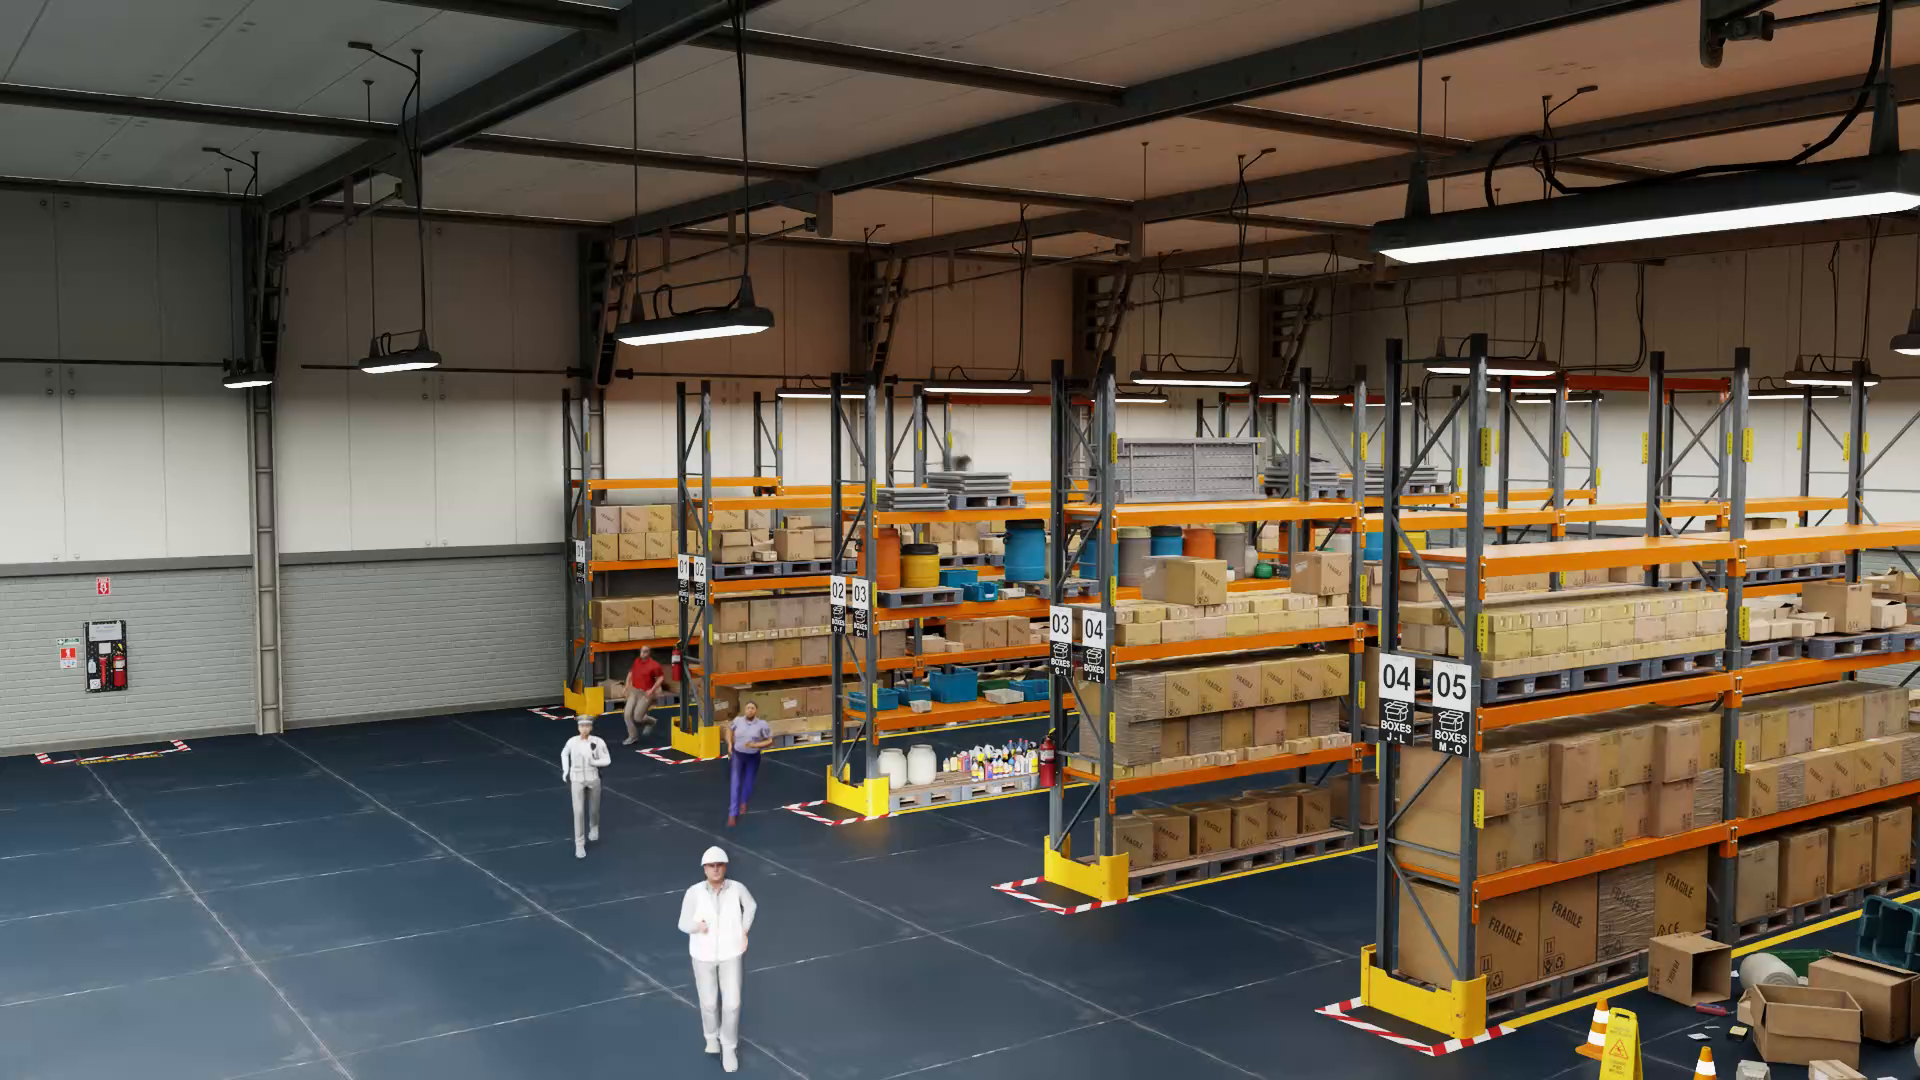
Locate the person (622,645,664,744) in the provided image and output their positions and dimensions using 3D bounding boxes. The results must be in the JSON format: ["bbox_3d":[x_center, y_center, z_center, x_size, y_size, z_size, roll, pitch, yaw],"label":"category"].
[{"bbox_3d":[-5.251,2.571,27.736,0.703,1.673,0.581,2,4,29],"label":"person"}]

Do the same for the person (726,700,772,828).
[{"bbox_3d":[-2.803,2.949,22.165,0.616,1.656,0.854,0,4,-2],"label":"person"}]

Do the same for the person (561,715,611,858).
[{"bbox_3d":[-4.611,2.978,20.495,0.608,1.684,0.929,-1,4,-10],"label":"person"}]

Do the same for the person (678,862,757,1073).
[{"bbox_3d":[-1.975,3.439,13.570,0.637,1.760,0.711,-1,4,-8],"label":"person"}]
